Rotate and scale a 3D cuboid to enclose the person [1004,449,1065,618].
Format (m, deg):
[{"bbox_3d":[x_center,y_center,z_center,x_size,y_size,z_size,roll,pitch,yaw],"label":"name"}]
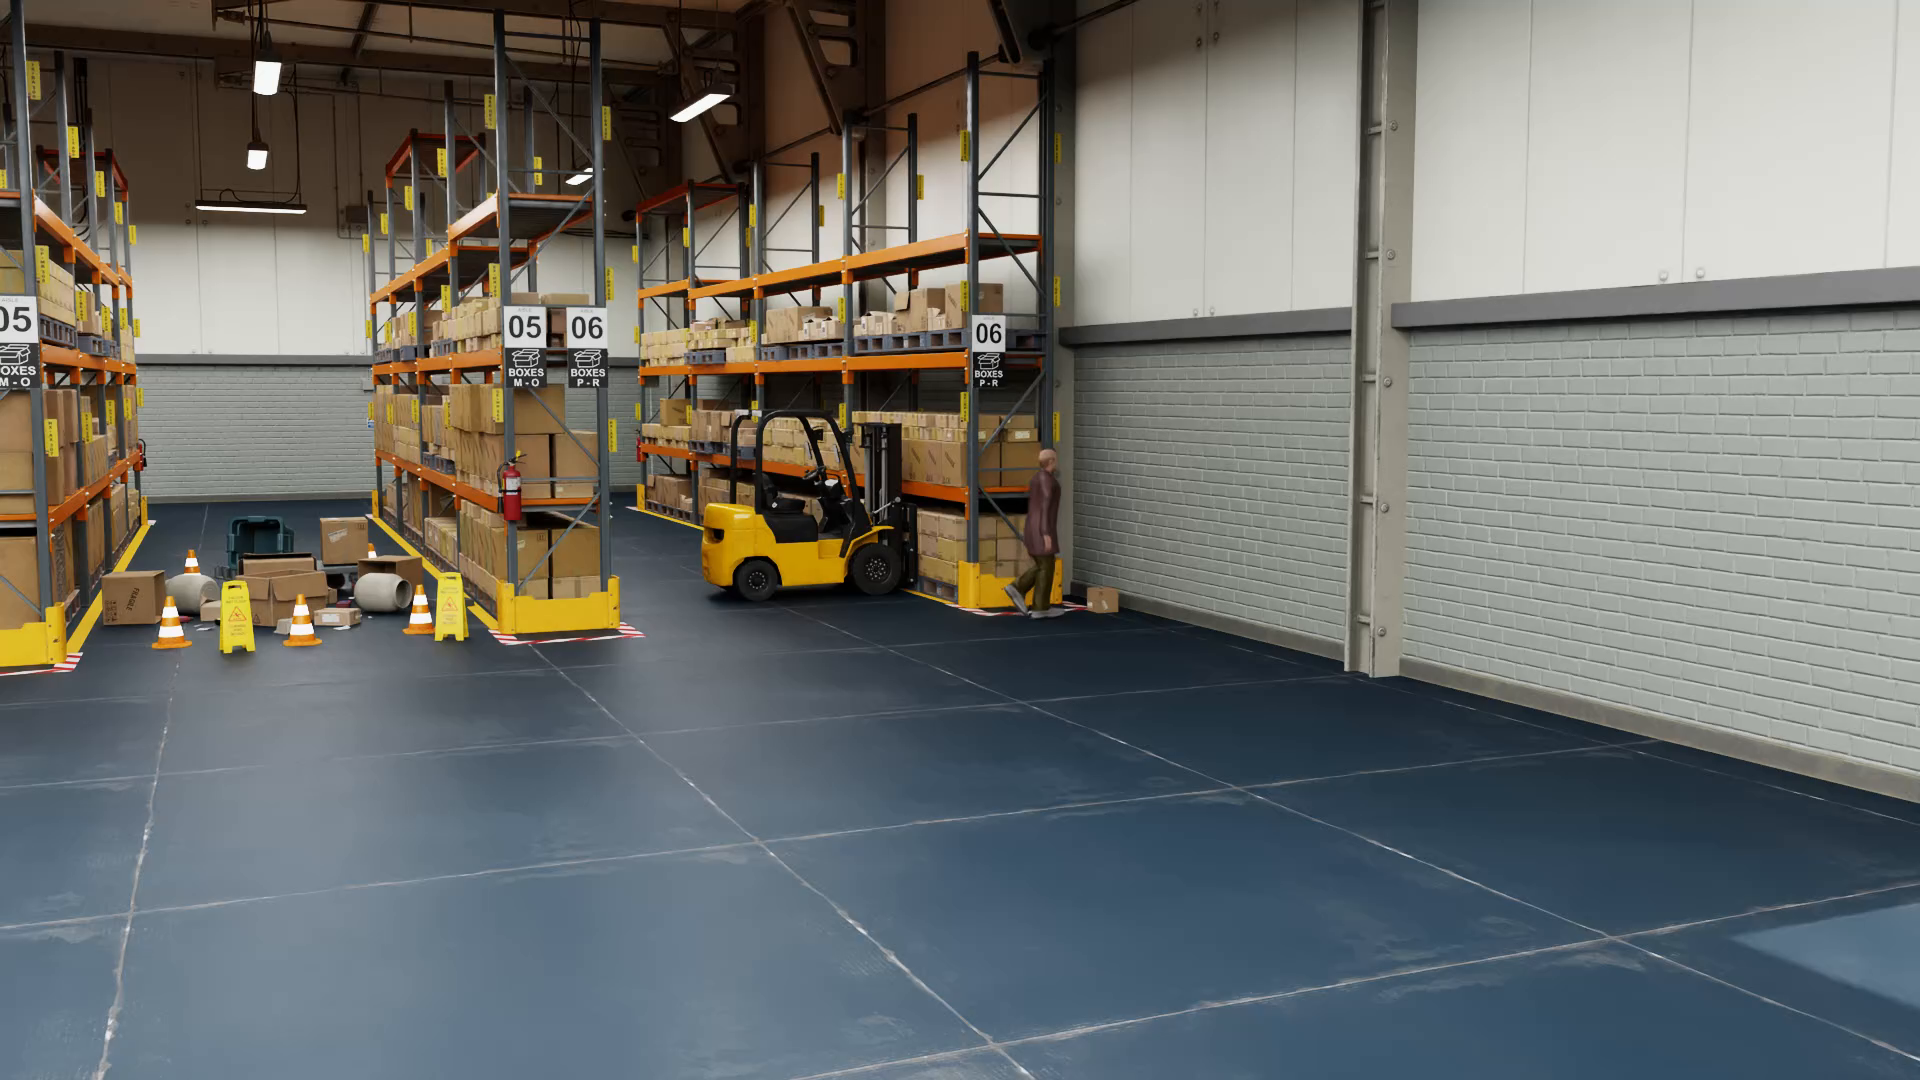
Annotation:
[{"bbox_3d":[0.761,-0.074,17.390,0.644,1.755,0.621,-2,6,-17],"label":"person"}]
